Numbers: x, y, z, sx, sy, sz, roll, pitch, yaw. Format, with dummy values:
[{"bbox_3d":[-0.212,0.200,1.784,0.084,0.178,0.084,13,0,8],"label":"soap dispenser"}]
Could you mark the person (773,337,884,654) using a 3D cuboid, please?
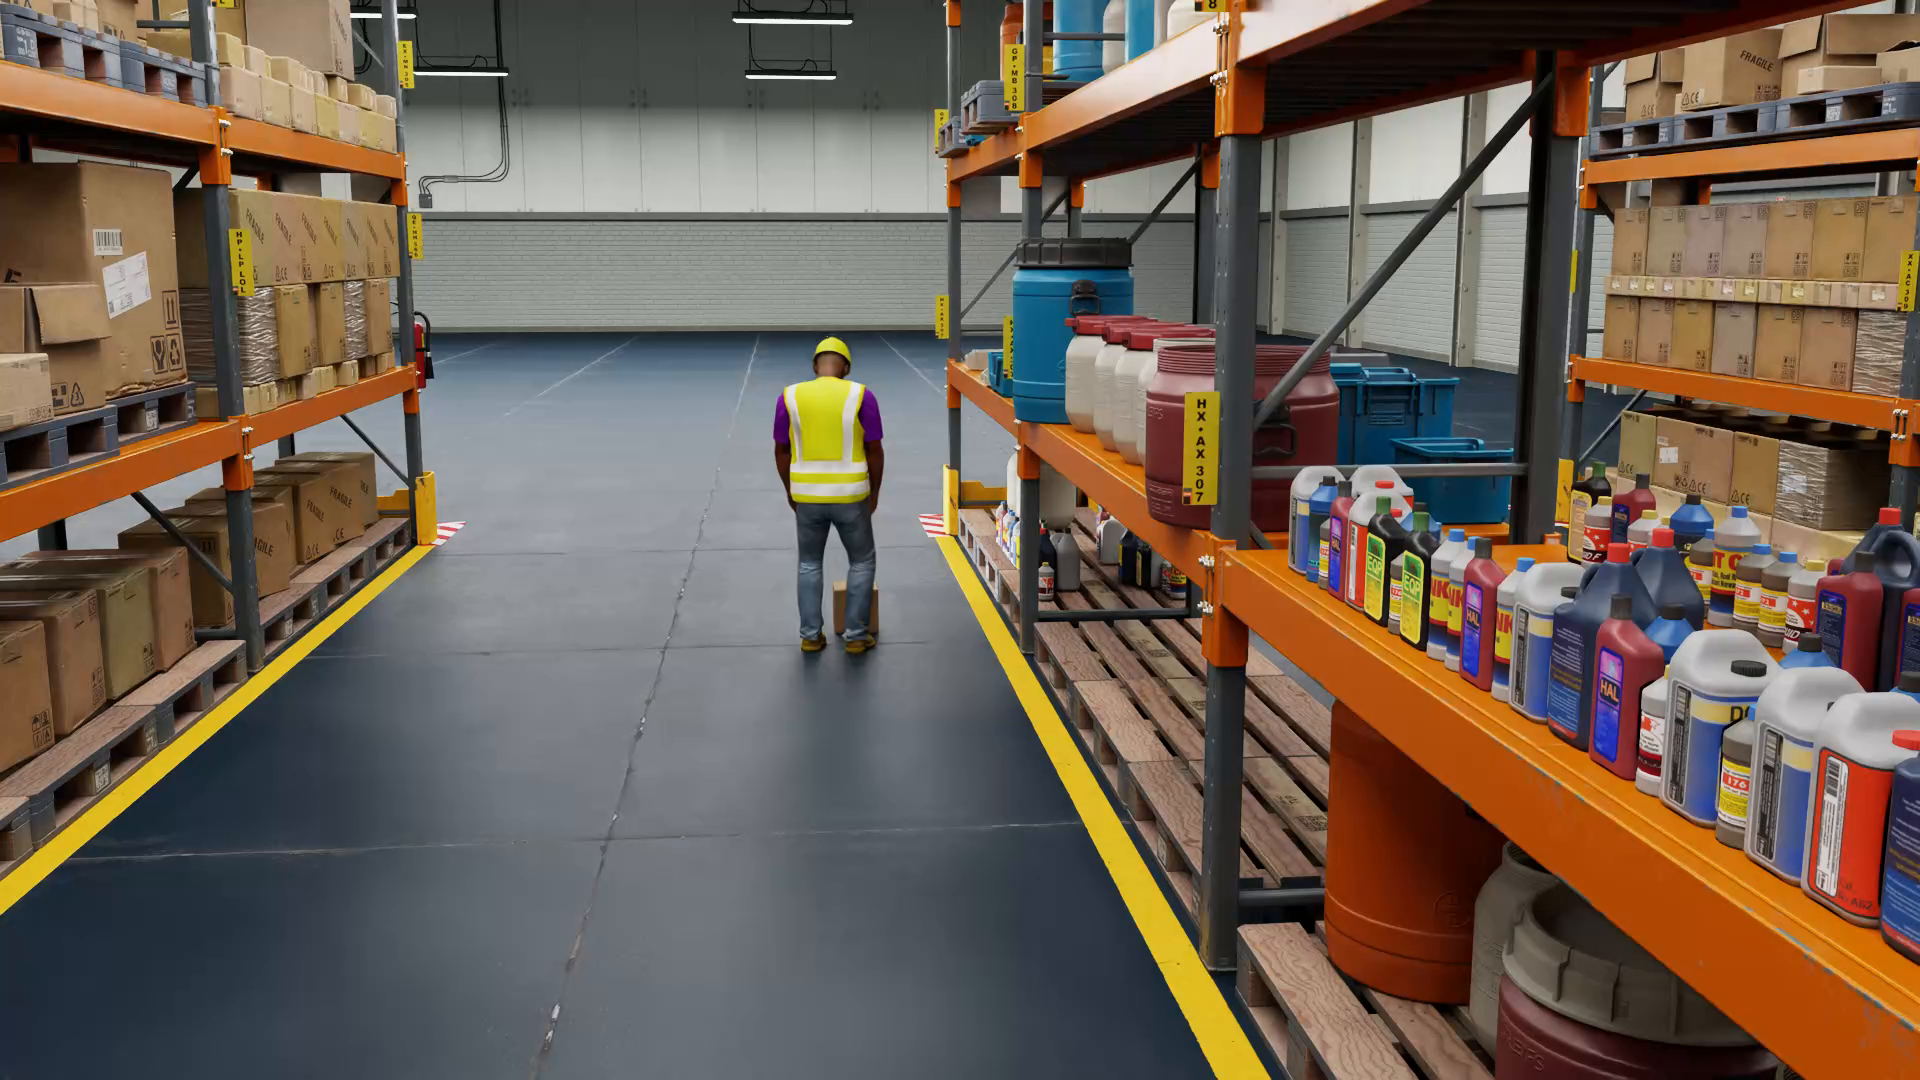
[{"bbox_3d":[-0.704,-0.242,8.968,0.602,1.682,0.511,2,10,10],"label":"person"}]
